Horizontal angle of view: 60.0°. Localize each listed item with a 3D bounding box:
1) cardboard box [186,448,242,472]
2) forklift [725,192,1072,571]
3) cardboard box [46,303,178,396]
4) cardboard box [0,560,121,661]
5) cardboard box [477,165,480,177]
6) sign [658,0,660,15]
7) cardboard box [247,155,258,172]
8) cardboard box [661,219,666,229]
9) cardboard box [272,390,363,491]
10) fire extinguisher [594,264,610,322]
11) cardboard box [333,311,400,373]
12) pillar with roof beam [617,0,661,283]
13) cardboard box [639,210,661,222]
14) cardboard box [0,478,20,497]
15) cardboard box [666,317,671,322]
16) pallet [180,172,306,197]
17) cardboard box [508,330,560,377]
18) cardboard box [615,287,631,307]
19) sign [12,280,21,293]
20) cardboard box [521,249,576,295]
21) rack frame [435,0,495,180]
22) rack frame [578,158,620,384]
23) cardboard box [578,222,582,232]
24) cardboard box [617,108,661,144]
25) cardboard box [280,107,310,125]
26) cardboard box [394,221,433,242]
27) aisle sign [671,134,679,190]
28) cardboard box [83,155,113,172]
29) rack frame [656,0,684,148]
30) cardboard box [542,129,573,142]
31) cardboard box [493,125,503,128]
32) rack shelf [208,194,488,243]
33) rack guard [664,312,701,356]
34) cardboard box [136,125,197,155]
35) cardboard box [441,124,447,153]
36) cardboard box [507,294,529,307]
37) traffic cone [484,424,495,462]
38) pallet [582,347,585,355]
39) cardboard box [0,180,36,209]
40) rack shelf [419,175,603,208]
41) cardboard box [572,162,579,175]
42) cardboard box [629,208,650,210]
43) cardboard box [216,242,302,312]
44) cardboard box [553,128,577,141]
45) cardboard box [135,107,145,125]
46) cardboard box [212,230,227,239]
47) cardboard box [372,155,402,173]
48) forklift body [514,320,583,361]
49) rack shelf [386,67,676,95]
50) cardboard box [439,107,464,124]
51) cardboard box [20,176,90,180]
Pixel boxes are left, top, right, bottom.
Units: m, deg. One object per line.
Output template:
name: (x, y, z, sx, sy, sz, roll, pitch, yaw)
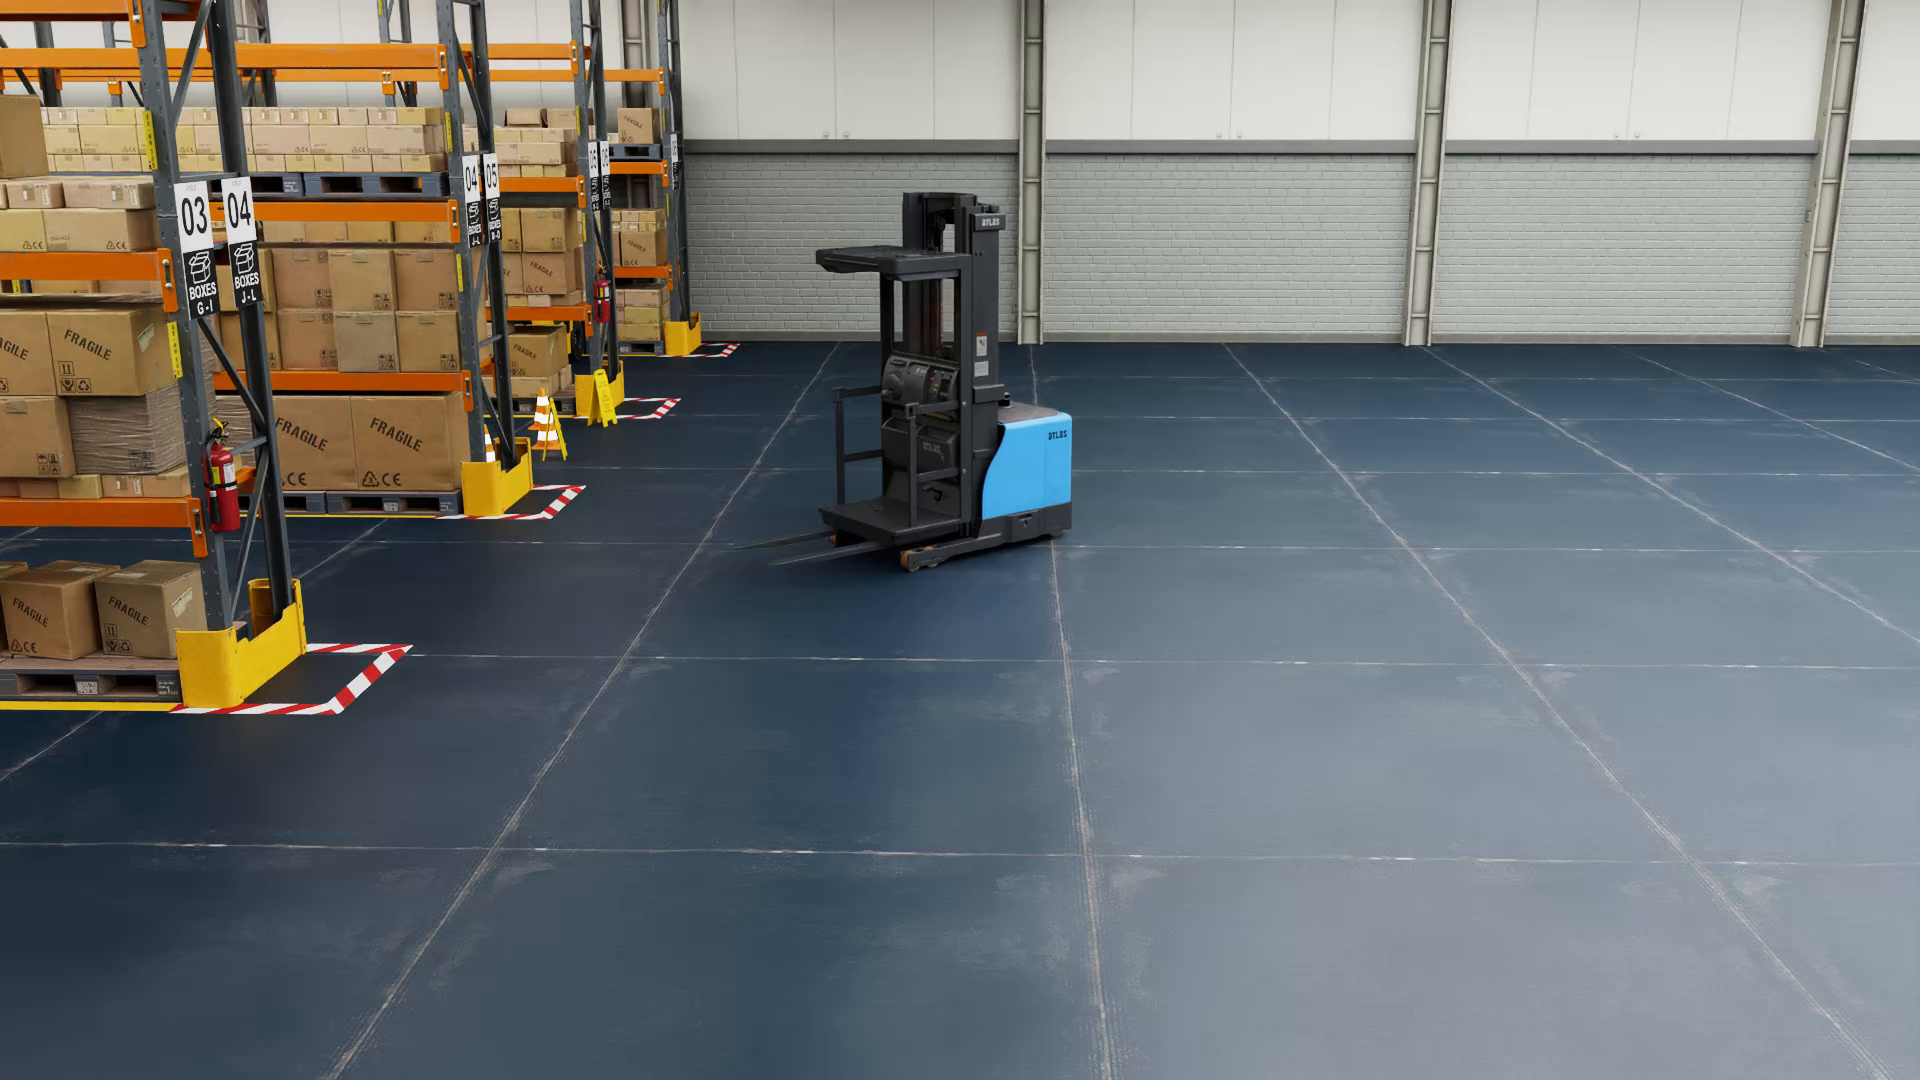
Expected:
cardboard box: (-4.881, -0.492, 10.816, 0.250, 0.149, 0.380, 0, 15, 1)
forklift: (-0.488, -1.316, 13.581, 3.031, 2.935, 1.130, -12, 19, -38)
cardboard box: (-5.158, -1.167, 10.143, 0.500, 0.500, 0.500, 0, 15, 1)
cardboard box: (-5.824, 0.452, 10.825, 0.500, 0.500, 0.500, 4, 15, 16)
cardboard box: (-5.729, -4.350, 19.559, 0.250, 0.149, 0.380, 0, 15, 1)
sign: (-4.254, -7.596, 23.505, 0.005, 0.325, 0.100, 0, 15, 1)
cardboard box: (-6.240, -3.321, 14.641, 0.250, 0.149, 0.380, 1, 15, 2)
cardboard box: (-4.558, -4.774, 25.087, 0.250, 0.149, 0.380, 0, 15, 0)
cardboard box: (-5.934, -0.983, 15.529, 0.875, 0.875, 0.875, 0, 15, 1)
fire extinguisher: (-4.246, -2.922, 19.687, 0.183, 0.674, 0.296, 0, 15, 1)
cardboard box: (-5.297, -1.876, 15.277, 0.550, 0.550, 0.875, 0, 15, 1)
pillar with roof beam: (-5.009, -6.381, 20.886, 0.400, 9.000, 9.100, 0, 15, 1)
cardboard box: (-4.589, -4.798, 24.596, 0.250, 0.149, 0.380, 0, 15, 2)
cardboard box: (-5.892, -0.386, 10.417, 0.250, 0.149, 0.380, 0, 15, 1)
cardboard box: (-4.712, -3.270, 25.422, 0.500, 0.250, 0.500, 0, 15, 2)
pallet: (-6.339, -3.232, 15.003, 1.213, 0.211, 1.003, 0, 15, 1)
cardboard box: (-5.157, -2.253, 20.095, 0.500, 0.500, 0.500, 0, 15, 2)
cardboard box: (-5.205, -3.626, 24.810, 0.500, 0.250, 0.500, 1, 15, 2)
sign: (-8.377, -2.224, 14.775, 0.005, 0.325, 0.100, 0, 15, 1)
cardboard box: (-4.899, -3.203, 19.822, 0.500, 0.500, 0.500, 0, 15, 0)
rack frame: (-4.374, -4.716, 14.573, 0.127, 3.000, 1.000, 0, 15, 1)
rack frame: (-4.349, -3.078, 20.126, 0.127, 3.000, 1.000, 0, 15, 1)
cardboard box: (-5.609, -4.642, 24.587, 0.250, 0.149, 0.380, 0, 15, 0)
cardboard box: (-4.675, -6.035, 24.237, 0.500, 0.500, 0.500, 1, 15, 3)
cardboard box: (-5.734, -3.703, 14.527, 0.250, 0.149, 0.380, 0, 15, 2)
cardboard box: (-6.379, -3.722, 19.829, 0.500, 0.500, 0.700, 0, 15, 1)
aisle sign: (-4.168, -5.525, 24.307, 0.004, 0.787, 0.394, 0, 15, 1)
cardboard box: (-7.510, -3.329, 14.671, 0.250, 0.149, 0.380, 0, 15, 1)
rack frame: (-4.226, -7.244, 24.159, 0.127, 3.000, 1.000, 0, 15, 1)
cardboard box: (-4.695, -4.719, 19.396, 0.250, 0.149, 0.380, 1, 15, 2)
cardboard box: (-6.749, -5.919, 24.261, 0.258, 0.266, 0.396, 0, 15, 0)
rack shelf: (-6.374, -2.930, 15.097, 4.000, 0.370, 1.077, 0, 15, 1)
rack guard: (-4.202, -3.135, 25.242, 0.348, 0.500, 1.175, 0, 15, 1)
cardboard box: (-6.883, -3.533, 14.664, 0.500, 0.250, 0.500, 0, 15, 1)
cardboard box: (-4.850, -3.656, 15.131, 0.500, 0.250, 0.500, 0, 15, 1)
cardboard box: (-5.240, -2.885, 19.886, 0.250, 0.149, 0.380, 0, 15, 0)
traffic cone: (-4.869, -0.954, 17.048, 0.334, 0.463, 0.336, 0, 15, 1)
pallet: (-6.208, -2.998, 25.291, 1.213, 0.211, 1.003, 0, 15, 1)
cardboard box: (-5.673, -2.044, 9.841, 0.250, 0.149, 0.380, 0, 15, 2)
rack shelf: (-6.348, -4.193, 19.884, 4.000, 0.370, 1.077, 0, 15, 1)
cardboard box: (-4.672, -4.492, 20.097, 0.250, 0.149, 0.380, 0, 15, 1)
cardboard box: (-4.820, -4.924, 25.072, 0.250, 0.149, 0.380, 1, 15, 3)
cardboard box: (-6.386, -2.410, 15.185, 0.500, 0.550, 0.875, 0, 15, 1)
cardboard box: (-4.699, -4.847, 19.879, 0.250, 0.149, 0.380, 0, 15, 1)
cardboard box: (-6.999, -3.712, 14.558, 0.250, 0.149, 0.380, 1, 15, 2)
cardboard box: (-8.815, -3.444, 19.910, 0.500, 0.500, 0.500, 0, 15, 0)
cardboard box: (-4.967, -3.313, 14.609, 0.250, 0.149, 0.380, 0, 15, 2)
forklift body: (-6.168, -3.480, 23.316, 1.214, 2.155, 2.313, 0, 15, 1)
rack shelf: (-6.225, -6.716, 24.351, 4.000, 0.370, 1.077, 0, 15, 1)
cardboard box: (-4.700, -3.864, 15.136, 0.250, 0.149, 0.380, 1, 15, 2)
cardboard box: (-5.654, -2.199, 10.425, 0.250, 0.149, 0.380, 1, 15, 4)
